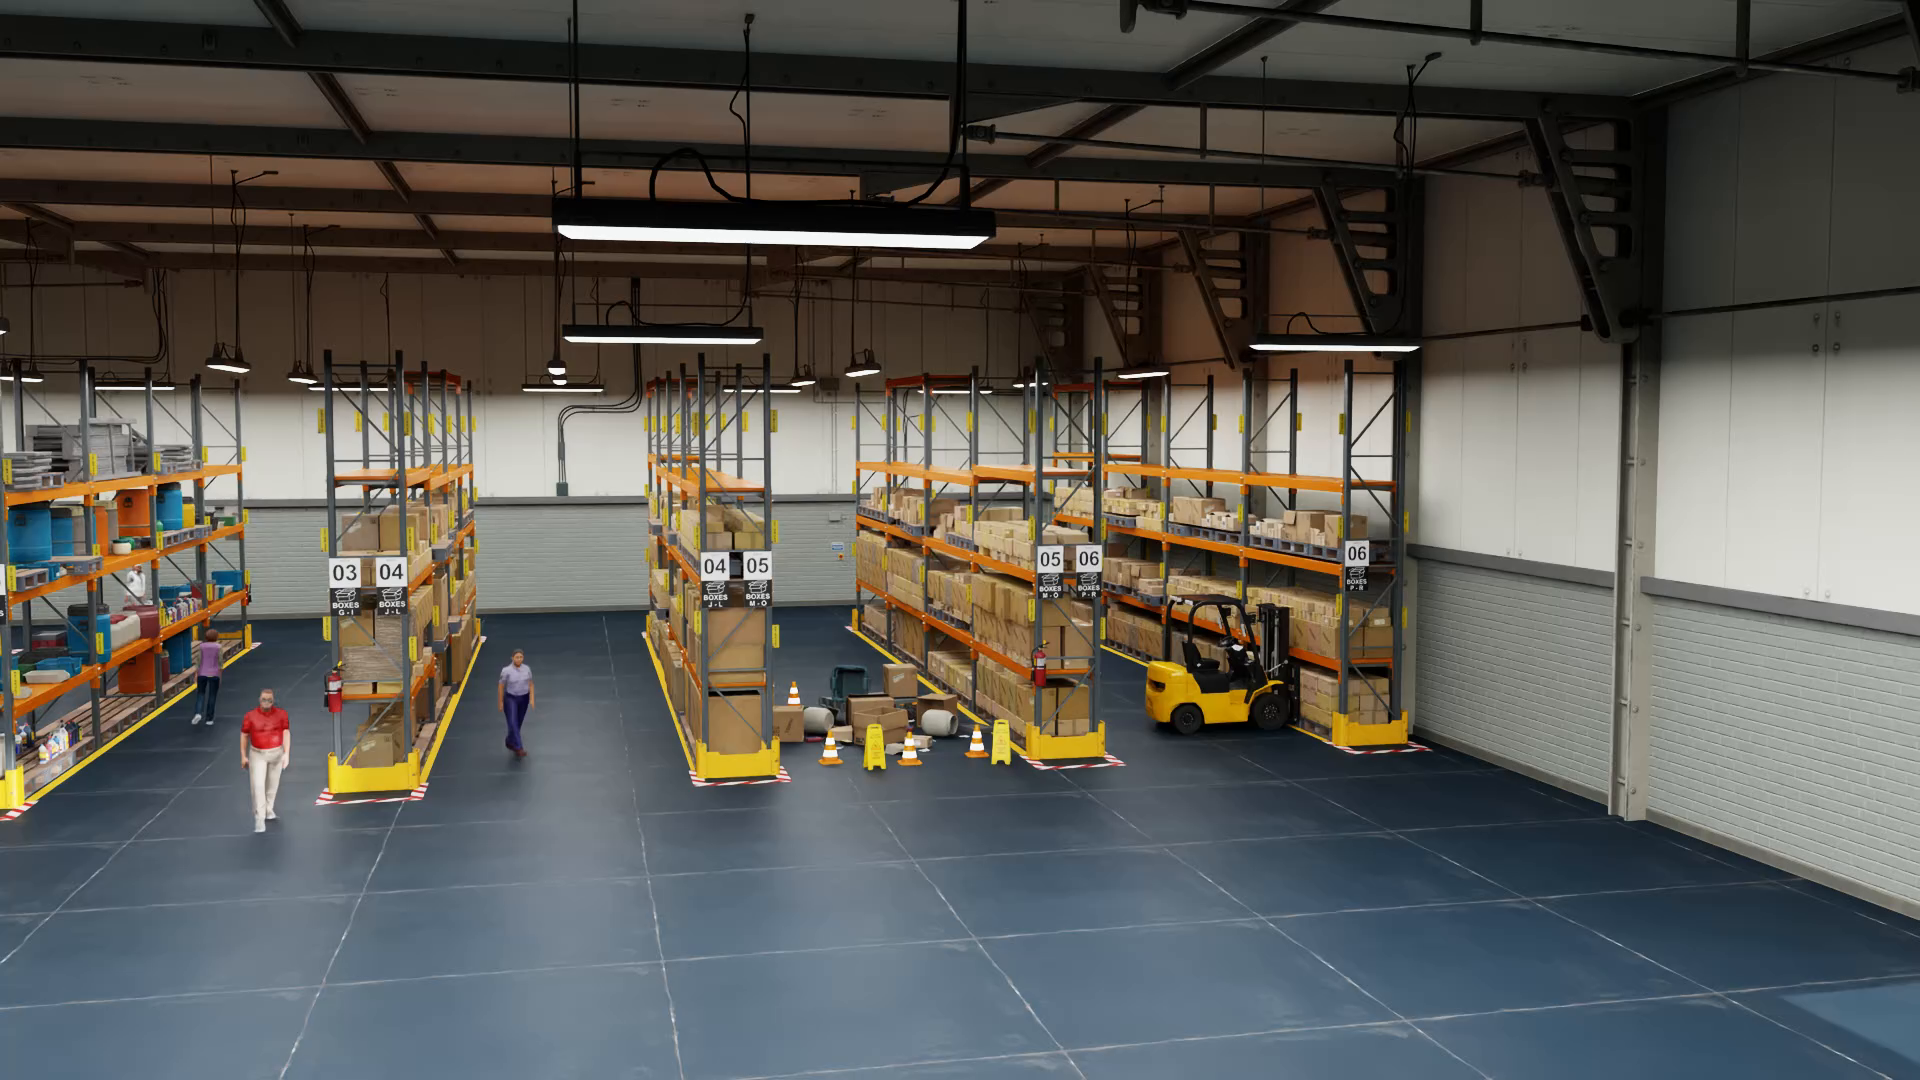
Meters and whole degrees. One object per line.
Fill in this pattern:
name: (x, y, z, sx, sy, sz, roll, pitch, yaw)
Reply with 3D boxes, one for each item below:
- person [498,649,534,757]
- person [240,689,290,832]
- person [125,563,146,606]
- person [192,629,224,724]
person: (-6.668, 2.445, 25.088, 1.013, 1.574, 0.520, 4, 6, 44)
person: (-8.630, 2.697, 20.712, 0.558, 1.684, 0.946, -3, 5, -38)
person: (-20.071, 1.329, 40.434, 1.046, 1.726, 0.535, 1, 4, 10)
person: (-12.493, 2.273, 27.610, 0.511, 1.602, 0.367, -1, 4, -10)
